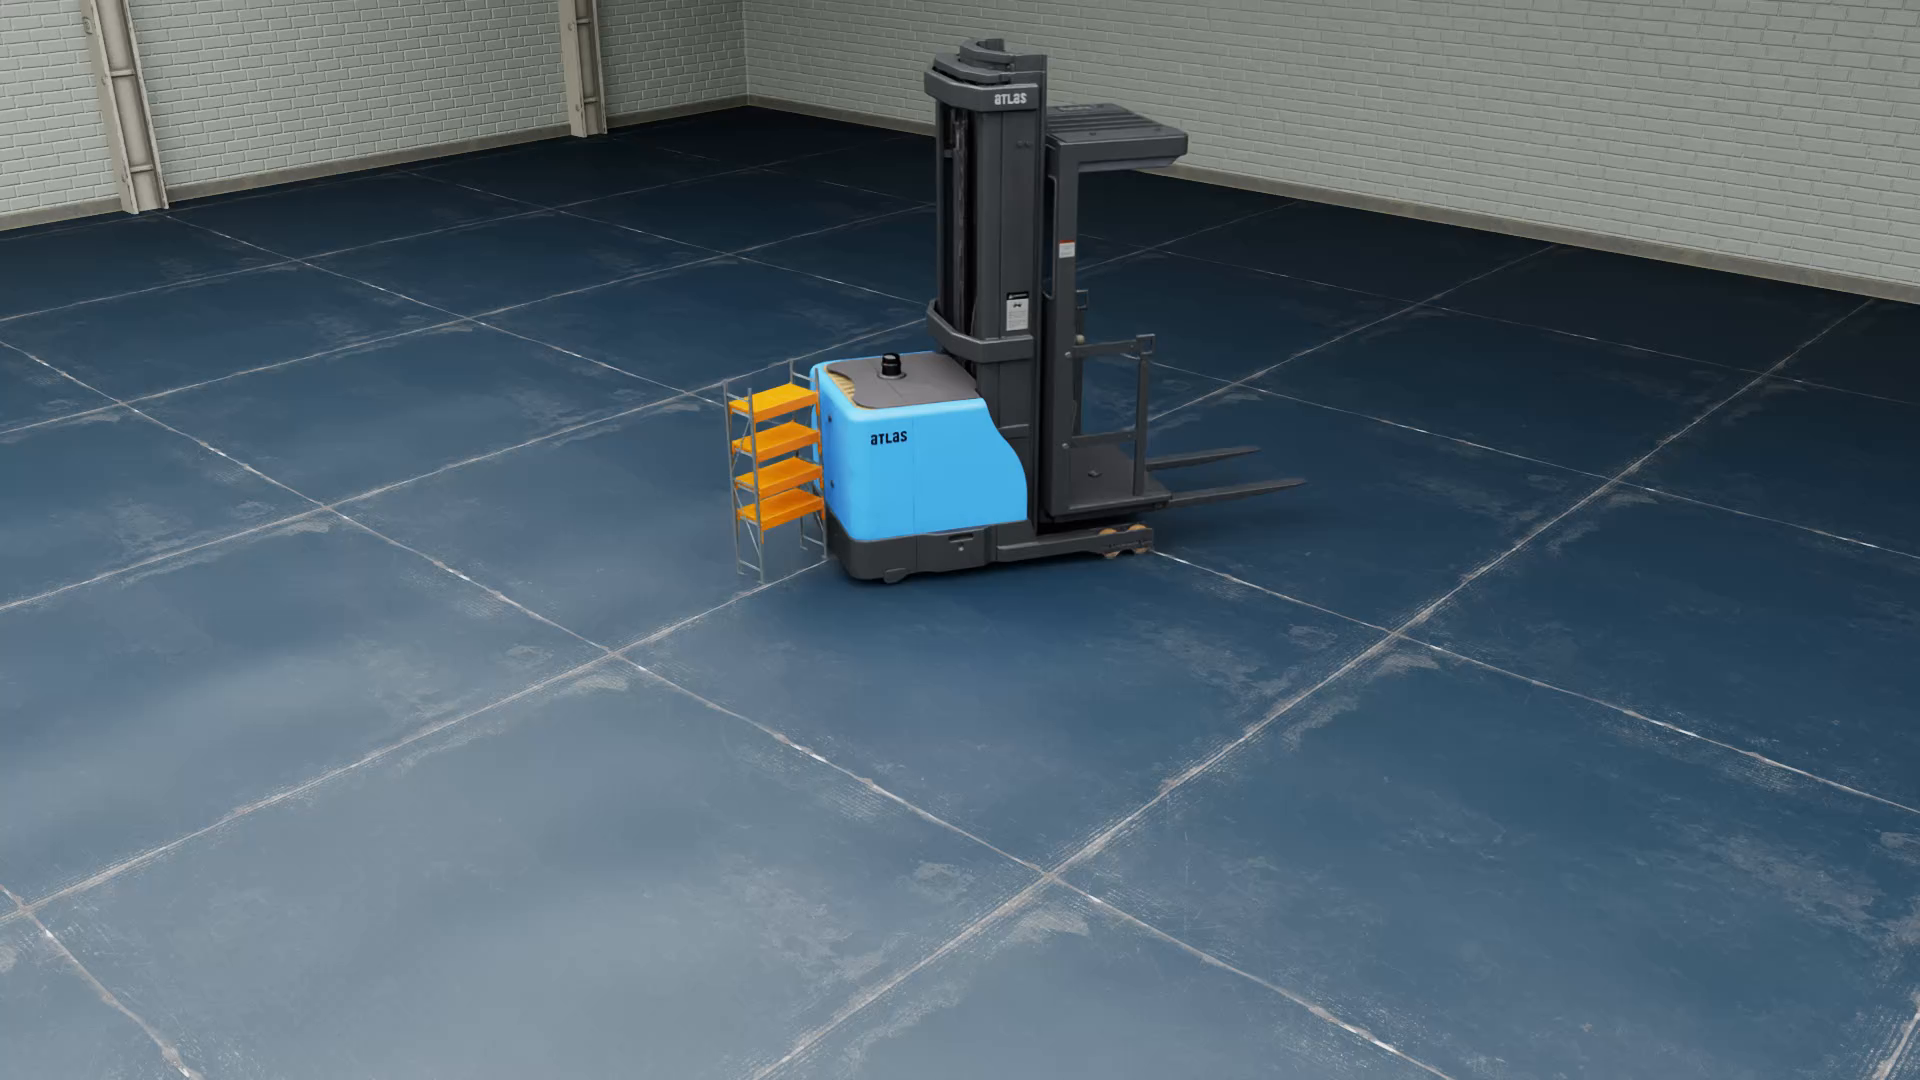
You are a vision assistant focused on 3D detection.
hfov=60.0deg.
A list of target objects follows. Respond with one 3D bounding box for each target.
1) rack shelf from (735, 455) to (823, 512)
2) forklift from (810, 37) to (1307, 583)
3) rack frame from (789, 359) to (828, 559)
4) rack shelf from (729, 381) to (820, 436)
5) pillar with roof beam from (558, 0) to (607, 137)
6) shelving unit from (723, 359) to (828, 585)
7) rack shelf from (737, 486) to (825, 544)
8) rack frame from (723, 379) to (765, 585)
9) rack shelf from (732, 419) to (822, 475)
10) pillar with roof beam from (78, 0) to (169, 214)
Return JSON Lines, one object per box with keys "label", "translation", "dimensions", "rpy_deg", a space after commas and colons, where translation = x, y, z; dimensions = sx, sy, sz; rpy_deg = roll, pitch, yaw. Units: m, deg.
{"label": "rack shelf", "translation": [-1.060, -0.333, 9.682], "dimensions": [0.258, 0.148, 0.480], "rpy_deg": [21, 32, 40]}
{"label": "forklift", "translation": [0.658, -1.433, 9.863], "dimensions": [3.031, 2.935, 1.130], "rpy_deg": [-8, 25, -17]}
{"label": "rack frame", "translation": [-0.890, -0.469, 9.813], "dimensions": [0.240, 1.200, 0.015], "rpy_deg": [21, 32, 40]}
{"label": "rack shelf", "translation": [-1.066, -0.753, 9.493], "dimensions": [0.258, 0.148, 0.480], "rpy_deg": [21, 32, 40]}
{"label": "pillar with roof beam", "translation": [-1.818, -8.429, 18.050], "dimensions": [9.100, 9.000, 0.400], "rpy_deg": [20, 31, 38]}
{"label": "shelving unit", "translation": [-1.061, -0.395, 9.655], "dimensions": [0.258, 1.200, 0.503], "rpy_deg": [21, 32, 40]}
{"label": "rack shelf", "translation": [-1.058, -0.153, 9.764], "dimensions": [0.258, 0.148, 0.480], "rpy_deg": [21, 32, 40]}
{"label": "rack frame", "translation": [-1.232, -0.321, 9.497], "dimensions": [0.240, 1.200, 0.015], "rpy_deg": [21, 32, 40]}
{"label": "rack shelf", "translation": [-1.063, -0.537, 9.590], "dimensions": [0.258, 0.148, 0.480], "rpy_deg": [21, 32, 40]}
{"label": "pillar with roof beam", "translation": [-5.822, -6.601, 13.973], "dimensions": [9.100, 9.000, 0.400], "rpy_deg": [20, 31, 38]}
